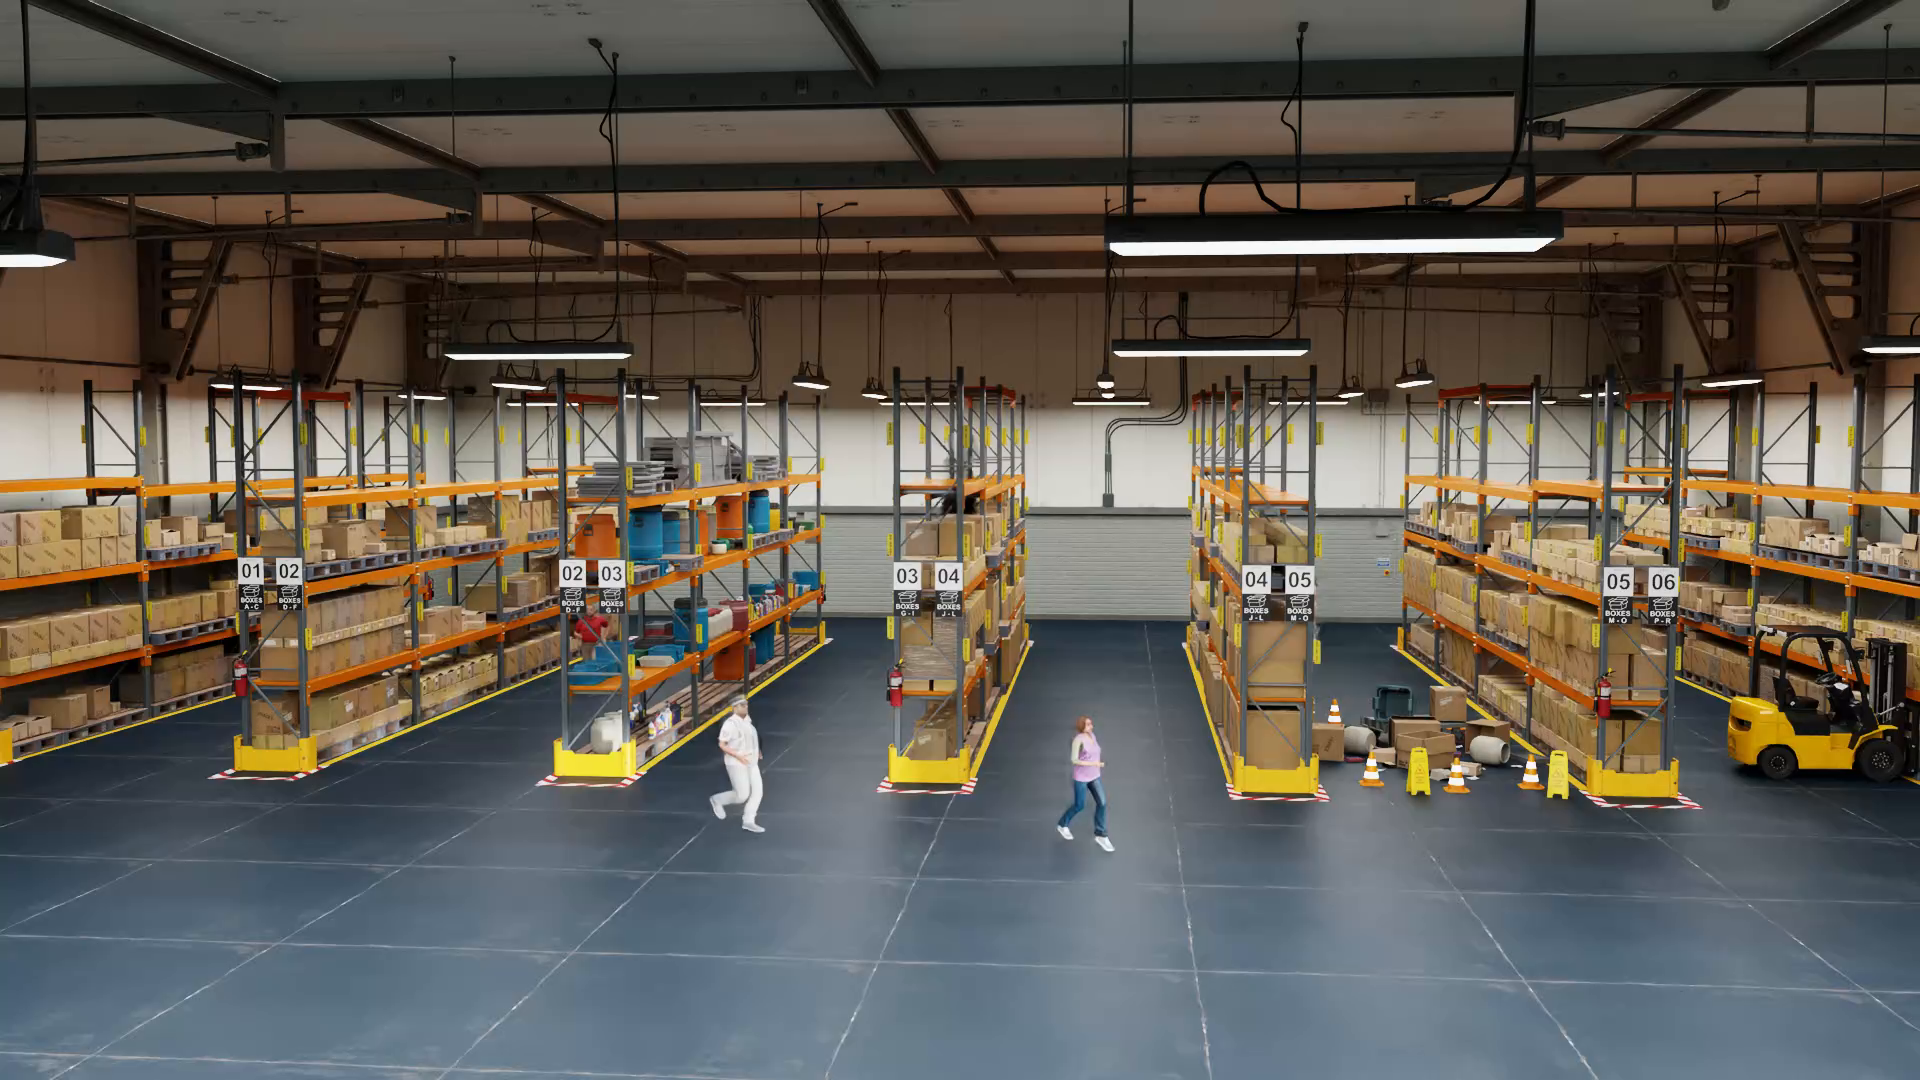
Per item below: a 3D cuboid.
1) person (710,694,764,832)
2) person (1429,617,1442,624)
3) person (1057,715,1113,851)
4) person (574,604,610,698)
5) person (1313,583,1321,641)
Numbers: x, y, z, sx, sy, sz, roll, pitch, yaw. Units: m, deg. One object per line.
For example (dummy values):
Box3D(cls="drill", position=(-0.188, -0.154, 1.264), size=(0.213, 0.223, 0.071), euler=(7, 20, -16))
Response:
Box3D(cls="person", position=(-2.809, 2.822, 21.160), size=(0.752, 1.757, 0.663), euler=(2, 4, 29))
Box3D(cls="person", position=(11.489, 1.684, 40.094), size=(0.844, 1.649, 0.596), euler=(3, 5, 42))
Box3D(cls="person", position=(1.527, 2.944, 20.325), size=(0.545, 1.623, 0.806), euler=(-3, 5, -43))
Box3D(cls="person", position=(-7.172, 2.125, 32.353), size=(0.660, 1.753, 0.969), euler=(0, 4, -1))
Box3D(cls="person", position=(8.504, 1.680, 40.449), size=(0.587, 1.637, 0.557), euler=(0, 4, 6))
